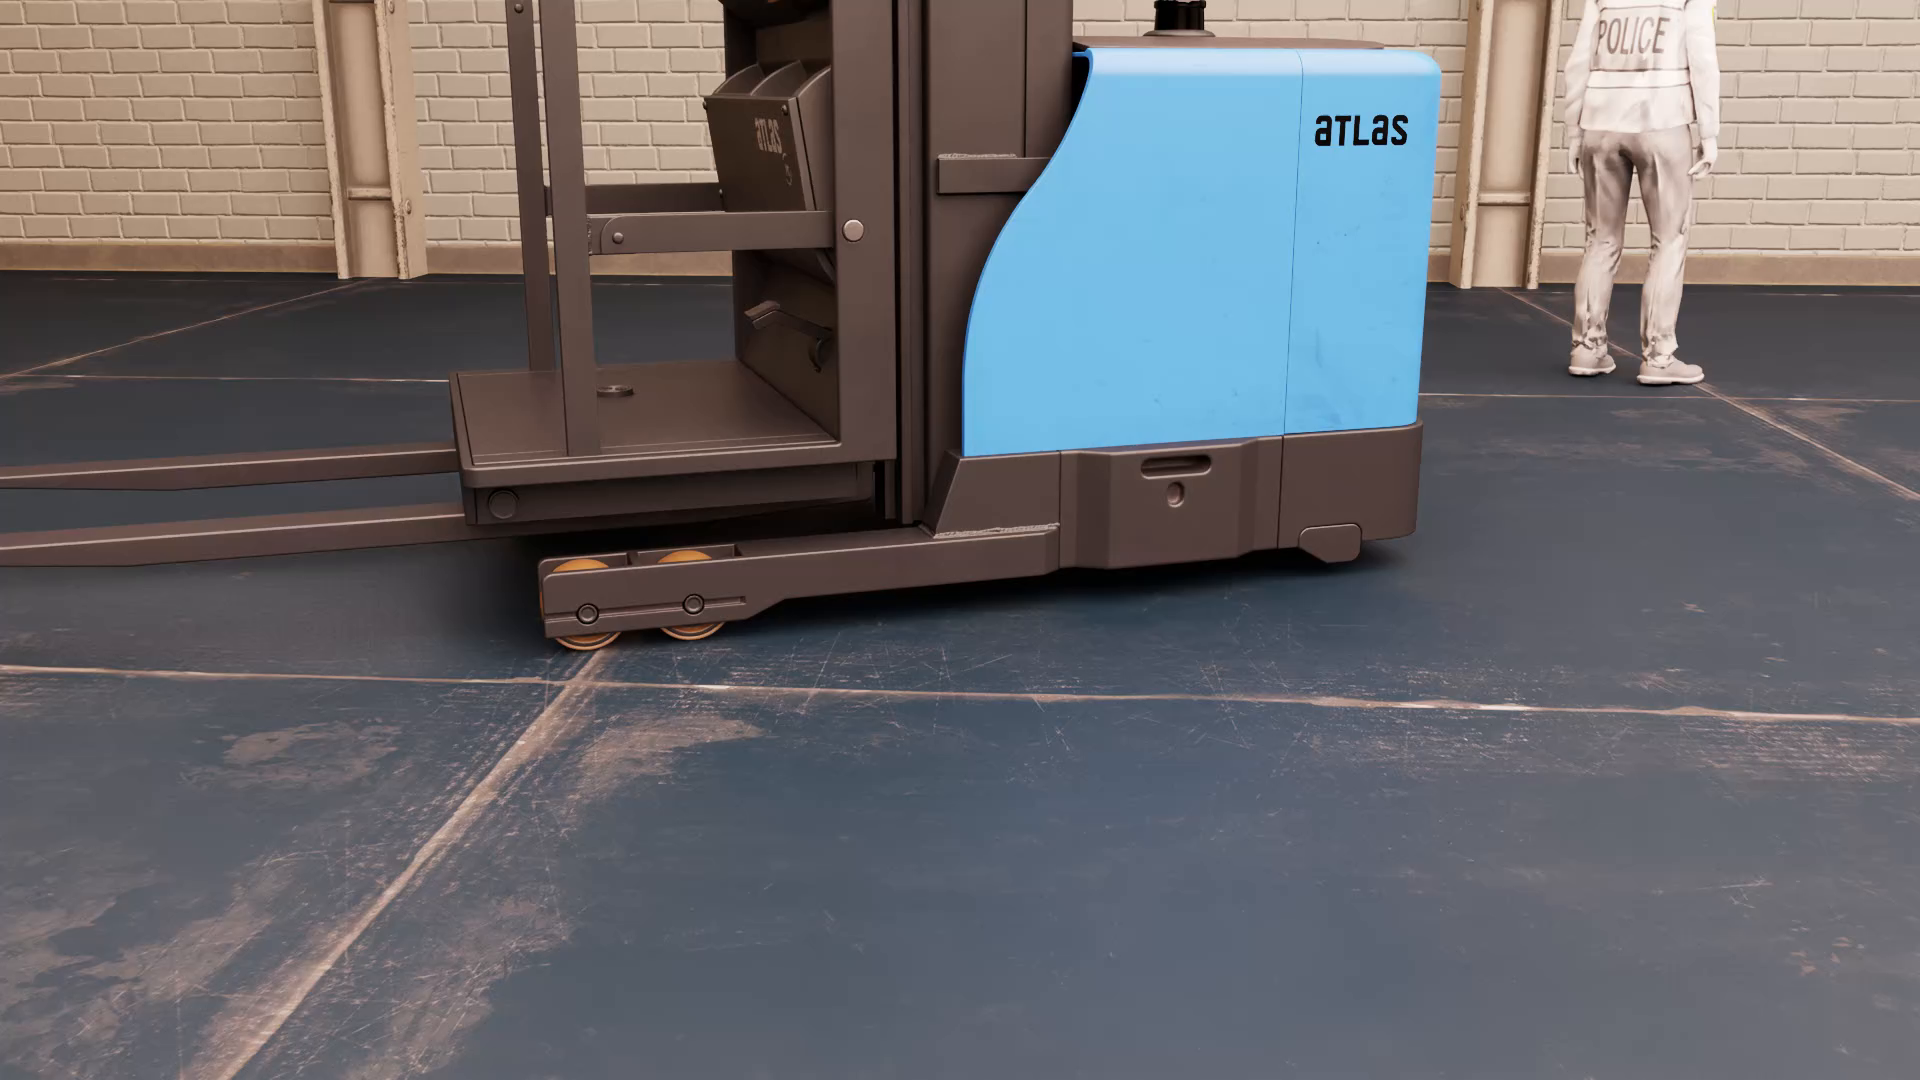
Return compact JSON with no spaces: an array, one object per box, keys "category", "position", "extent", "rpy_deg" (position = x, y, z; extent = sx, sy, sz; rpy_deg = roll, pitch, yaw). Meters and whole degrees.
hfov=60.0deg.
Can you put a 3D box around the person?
[{"category":"person","position":[2.347,-1.383,5.741],"extent":[0.373,1.661,0.538],"rpy_deg":[-15,21,-43]}]

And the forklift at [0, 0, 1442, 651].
[{"category":"forklift","position":[-0.580,-1.366,3.251],"extent":[3.031,2.935,1.130],"rpy_deg":[-5,16,-17]}]
